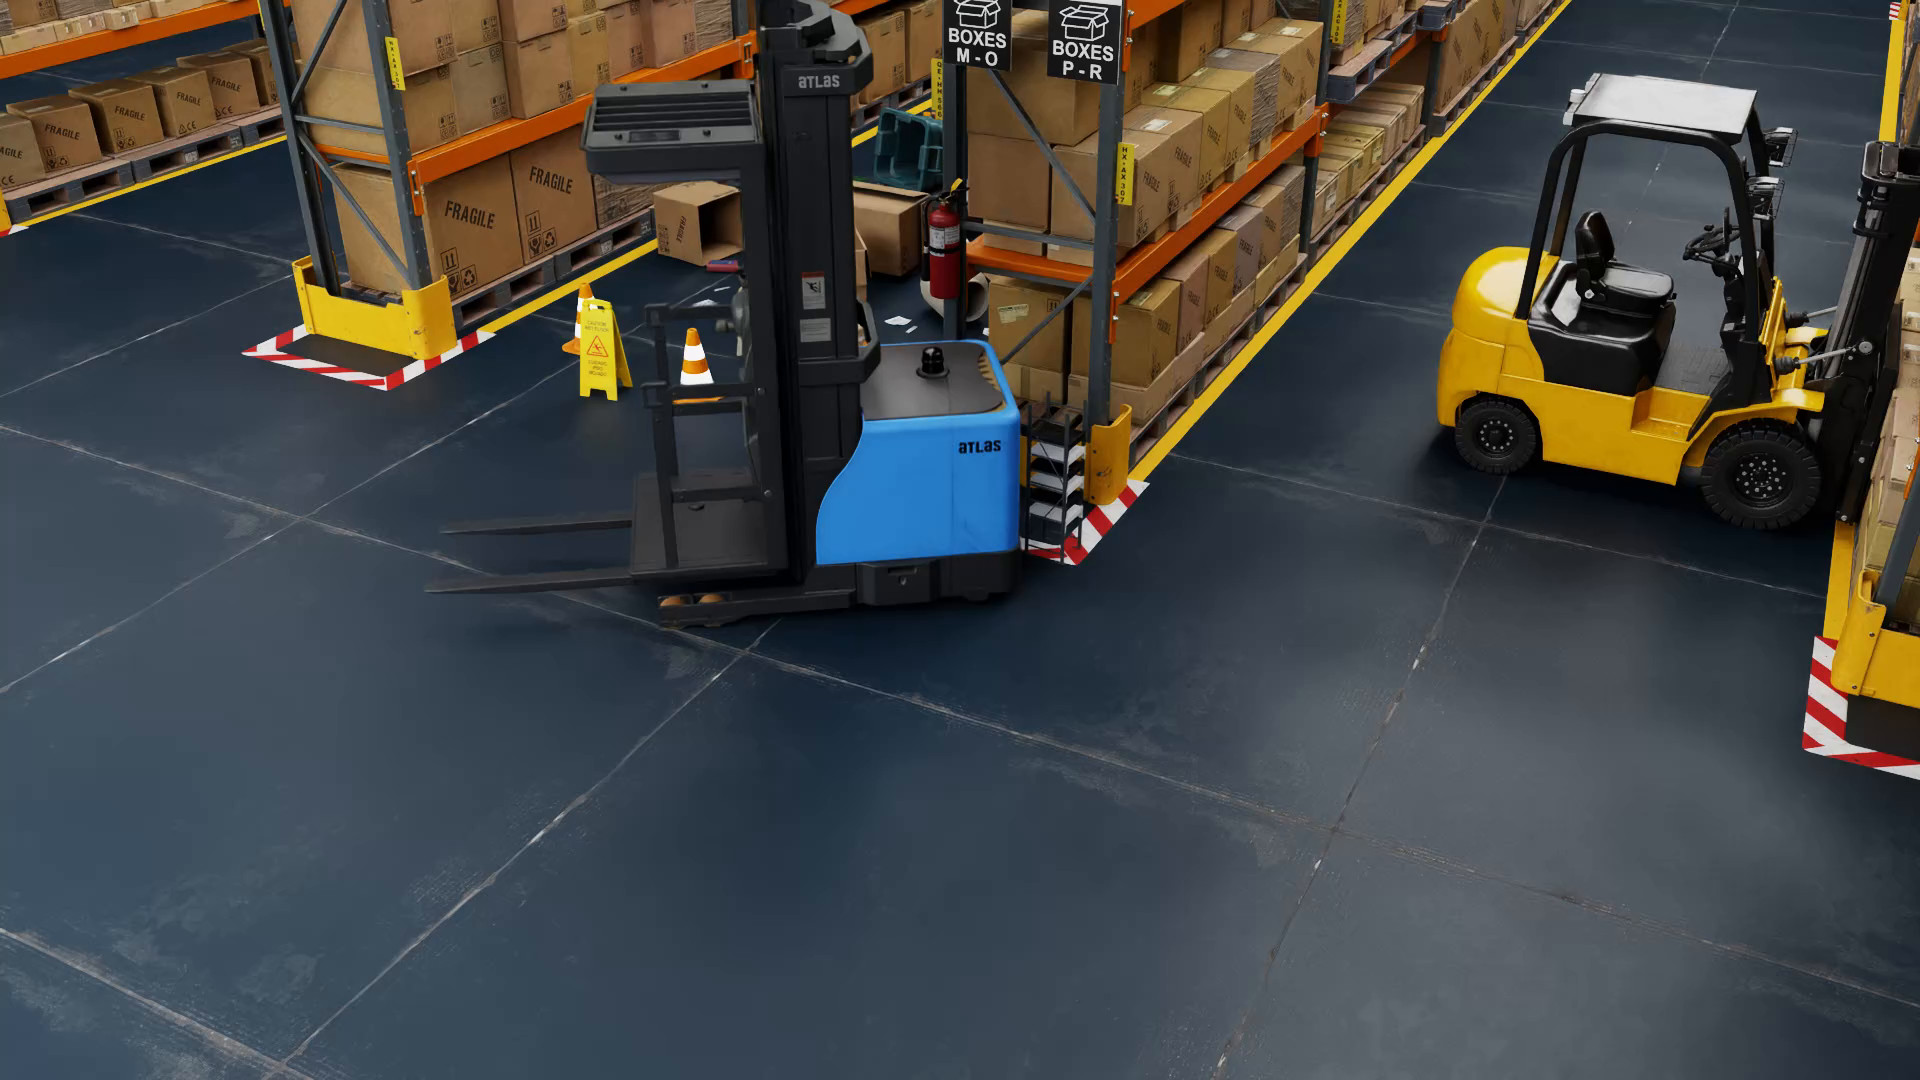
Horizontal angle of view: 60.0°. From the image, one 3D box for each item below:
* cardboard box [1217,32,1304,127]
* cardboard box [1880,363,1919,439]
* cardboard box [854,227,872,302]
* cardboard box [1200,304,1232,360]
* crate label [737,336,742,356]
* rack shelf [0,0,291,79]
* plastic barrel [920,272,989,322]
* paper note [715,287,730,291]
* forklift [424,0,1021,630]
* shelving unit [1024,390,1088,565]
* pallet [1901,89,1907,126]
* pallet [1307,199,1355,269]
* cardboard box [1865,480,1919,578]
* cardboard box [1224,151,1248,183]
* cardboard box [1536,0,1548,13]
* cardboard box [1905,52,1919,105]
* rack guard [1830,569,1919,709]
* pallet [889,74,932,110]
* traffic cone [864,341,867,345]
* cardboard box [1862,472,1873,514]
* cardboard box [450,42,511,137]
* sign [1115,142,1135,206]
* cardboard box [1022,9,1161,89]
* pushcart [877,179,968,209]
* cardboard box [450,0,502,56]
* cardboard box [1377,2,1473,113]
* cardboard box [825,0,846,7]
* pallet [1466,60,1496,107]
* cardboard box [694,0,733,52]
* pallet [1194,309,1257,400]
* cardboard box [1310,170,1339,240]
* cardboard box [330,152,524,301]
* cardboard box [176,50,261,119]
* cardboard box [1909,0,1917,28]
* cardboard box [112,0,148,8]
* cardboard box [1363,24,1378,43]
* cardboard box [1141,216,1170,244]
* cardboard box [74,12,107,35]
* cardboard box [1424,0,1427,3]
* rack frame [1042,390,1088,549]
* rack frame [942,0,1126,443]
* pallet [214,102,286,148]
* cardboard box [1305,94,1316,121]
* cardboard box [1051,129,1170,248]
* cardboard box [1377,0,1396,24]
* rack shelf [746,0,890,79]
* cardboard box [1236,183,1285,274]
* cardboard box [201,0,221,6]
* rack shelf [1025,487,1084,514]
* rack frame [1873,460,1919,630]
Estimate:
[{"bbox_3d":[1.989,-3.126,11.282,0.500,0.500,0.500,15,33,25],"label":"cardboard box"},{"bbox_3d":[5.177,-0.691,8.777,0.500,0.250,0.500,15,33,24],"label":"cardboard box"},{"bbox_3d":[-1.077,-1.934,12.113,0.797,0.503,0.637,-7,31,-11],"label":"cardboard box"},{"bbox_3d":[1.467,-1.417,11.046,0.500,0.250,0.500,17,34,27],"label":"cardboard box"},{"bbox_3d":[-1.416,-1.369,11.497,0.250,0.136,0.298,-1,30,-3],"label":"crate label"},{"bbox_3d":[-7.535,-4.486,14.773,1.077,0.370,4.000,14,33,23],"label":"rack shelf"},{"bbox_3d":[-0.030,-1.805,11.969,0.421,0.421,0.512,-12,32,-20],"label":"plastic barrel"},{"bbox_3d":[-1.795,-1.894,12.538,0.123,0.001,0.032,-18,34,-28],"label":"paper note"},{"bbox_3d":[-1.245,-1.094,8.211,3.031,2.935,1.130,-4,30,-7],"label":"forklift"},{"bbox_3d":[0.511,-0.328,8.917,0.258,0.900,0.210,17,34,26],"label":"shelving unit"},{"bbox_3d":[9.927,-4.280,16.492,1.003,0.211,1.213,14,33,23],"label":"pallet"},{"bbox_3d":[2.552,-2.573,13.519,1.003,0.211,1.213,14,33,23],"label":"pallet"},{"bbox_3d":[4.740,-0.032,8.132,0.500,0.250,0.500,14,33,23],"label":"cardboard box"},{"bbox_3d":[1.635,-2.436,10.732,0.380,0.149,0.250,15,33,24],"label":"cardboard box"},{"bbox_3d":[6.632,-6.705,20.066,0.875,0.438,0.875,13,32,22],"label":"cardboard box"},{"bbox_3d":[9.378,-4.335,15.875,0.500,0.500,0.500,13,32,22],"label":"cardboard box"},{"bbox_3d":[4.786,0.555,7.781,1.175,0.500,0.348,14,33,23],"label":"rack guard"},{"bbox_3d":[-0.858,-4.747,17.304,1.003,0.211,1.213,14,33,23],"label":"pallet"},{"bbox_3d":[-0.576,-1.047,10.608,0.336,0.463,0.334,14,33,23],"label":"traffic cone"},{"bbox_3d":[5.201,-0.247,9.007,0.500,0.250,0.500,15,33,24],"label":"cardboard box"},{"bbox_3d":[-3.716,-3.230,11.712,0.875,0.550,0.550,14,33,23],"label":"cardboard box"},{"bbox_3d":[0.859,-1.916,8.705,0.100,0.325,0.005,14,33,23],"label":"sign"},{"bbox_3d":[0.793,-3.018,10.090,0.700,0.500,0.500,14,33,23],"label":"cardboard box"},{"bbox_3d":[0.146,-2.795,13.738,1.648,0.377,0.936,4,30,6],"label":"pushcart"},{"bbox_3d":[-3.704,-3.695,11.438,0.875,0.550,0.550,14,33,23],"label":"cardboard box"},{"bbox_3d":[4.409,-4.758,16.236,0.875,0.875,0.875,14,33,23],"label":"cardboard box"},{"bbox_3d":[-1.315,-5.175,15.150,0.500,0.500,0.500,14,33,23],"label":"cardboard box"},{"bbox_3d":[5.004,-4.872,17.522,1.003,0.211,1.213,14,33,23],"label":"pallet"},{"bbox_3d":[-2.411,-4.414,13.773,0.875,0.550,0.550,14,33,23],"label":"cardboard box"},{"bbox_3d":[1.370,-1.379,11.439,1.003,0.211,1.213,14,33,23],"label":"pallet"},{"bbox_3d":[2.435,-2.712,13.178,0.950,0.372,0.625,15,33,24],"label":"cardboard box"},{"bbox_3d":[-3.826,-2.318,11.986,0.875,0.875,0.875,14,33,24],"label":"cardboard box"},{"bbox_3d":[-7.095,-4.359,15.917,0.500,0.500,0.500,-26,39,-37],"label":"cardboard box"},{"bbox_3d":[11.299,-6.111,18.967,0.700,0.500,0.500,16,33,25],"label":"cardboard box"},{"bbox_3d":[-7.545,-5.001,14.548,0.875,0.500,0.500,14,33,23],"label":"cardboard box"},{"bbox_3d":[3.069,-4.040,13.103,0.380,0.149,0.250,15,33,24],"label":"cardboard box"},{"bbox_3d":[1.011,-1.873,9.751,0.380,0.149,0.250,13,32,22],"label":"cardboard box"},{"bbox_3d":[-7.540,-4.431,14.206,0.380,0.149,0.250,14,33,23],"label":"cardboard box"},{"bbox_3d":[3.827,-4.718,14.284,0.380,0.149,0.250,13,32,21],"label":"cardboard box"},{"bbox_3d":[0.563,-0.372,8.993,0.240,0.900,0.006,17,34,26],"label":"rack frame"},{"bbox_3d":[0.376,-1.664,9.135,1.000,3.000,0.127,14,33,23],"label":"rack frame"},{"bbox_3d":[-6.898,-4.170,16.300,1.003,0.211,1.213,14,33,23],"label":"pallet"},{"bbox_3d":[2.324,-3.116,11.917,0.380,0.149,0.250,14,33,23],"label":"cardboard box"},{"bbox_3d":[0.839,-1.983,9.292,0.500,0.500,0.500,14,33,23],"label":"cardboard box"},{"bbox_3d":[3.133,-4.372,13.031,0.500,0.500,0.500,14,33,23],"label":"cardboard box"},{"bbox_3d":[-1.343,-5.090,15.823,1.077,0.370,4.000,14,33,23],"label":"rack shelf"},{"bbox_3d":[1.938,-2.203,11.660,0.500,0.500,0.500,15,33,24],"label":"cardboard box"},{"bbox_3d":[-6.995,-4.991,15.182,0.380,0.149,0.250,14,33,23],"label":"cardboard box"},{"bbox_3d":[0.511,-0.221,8.978,0.258,0.077,0.200,17,34,26],"label":"rack shelf"},{"bbox_3d":[4.797,-0.539,7.177,1.000,3.000,0.127,14,33,23],"label":"rack frame"}]
